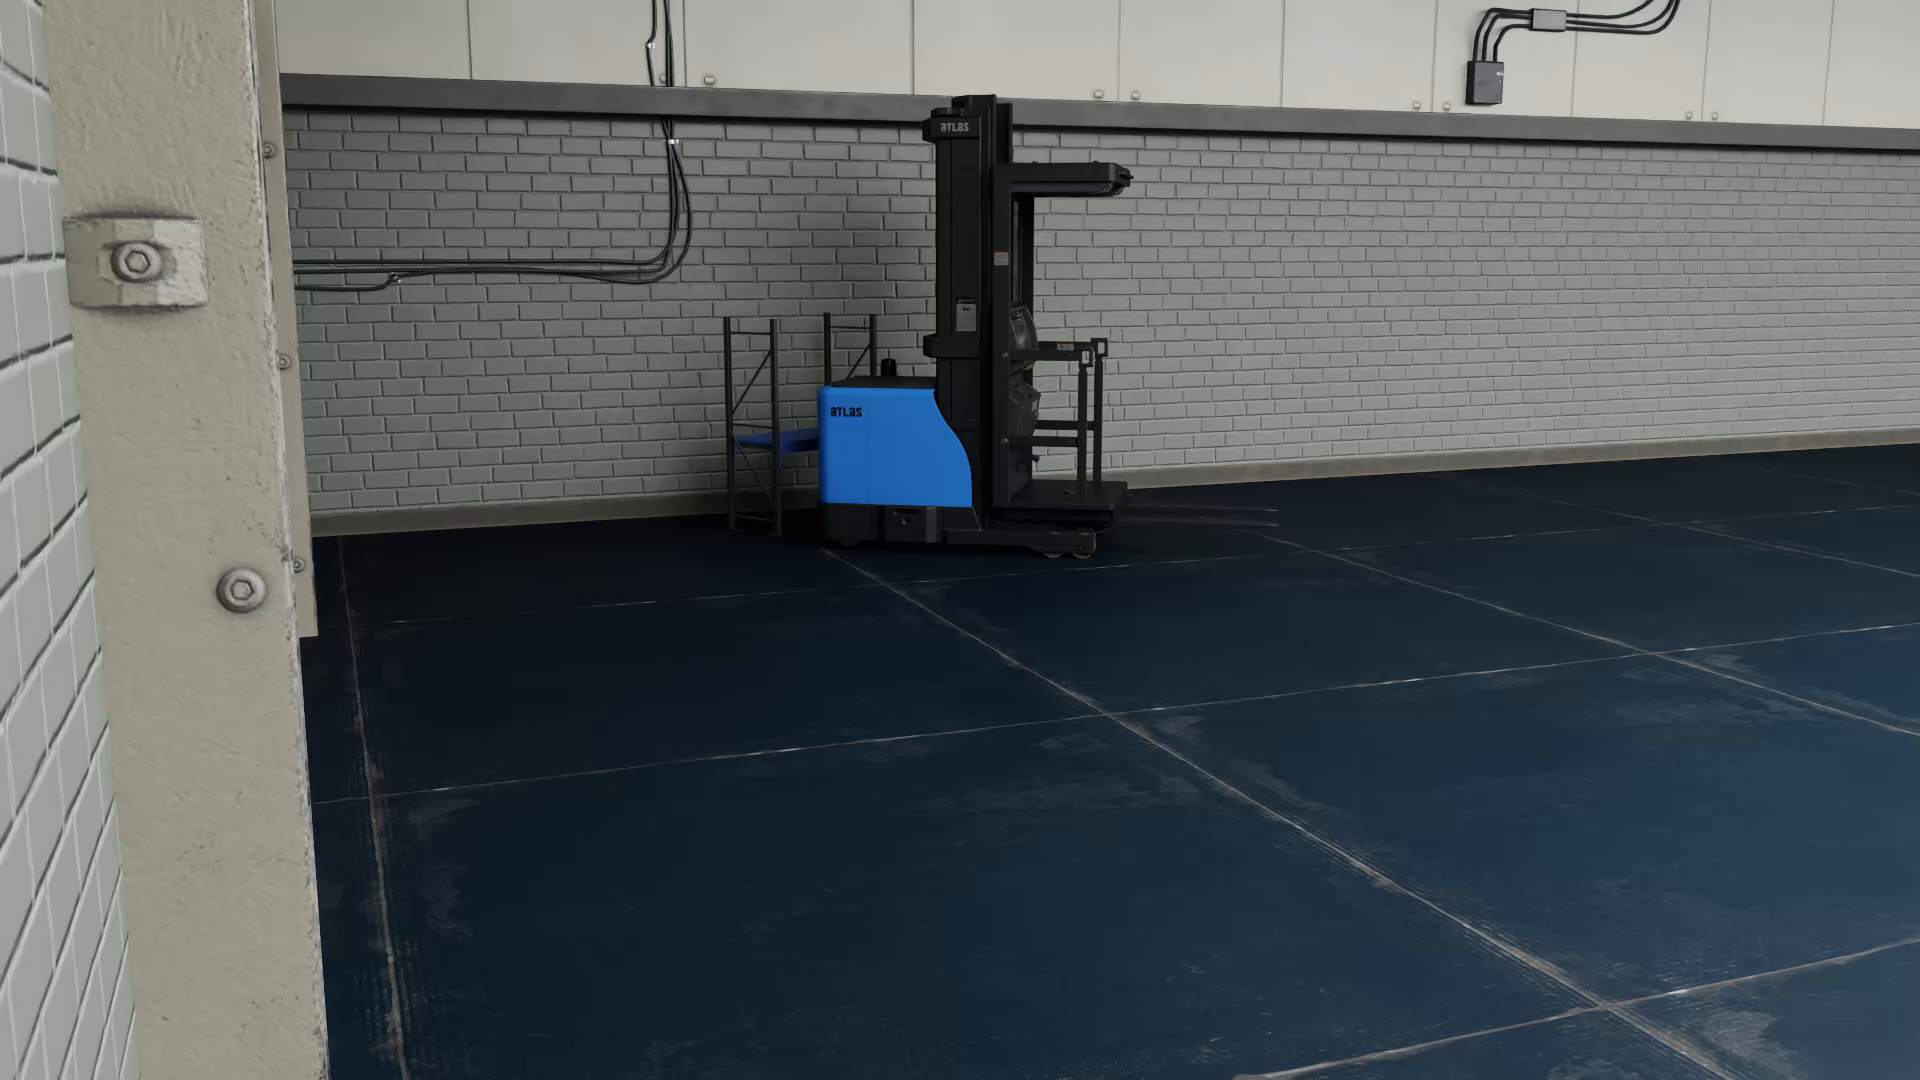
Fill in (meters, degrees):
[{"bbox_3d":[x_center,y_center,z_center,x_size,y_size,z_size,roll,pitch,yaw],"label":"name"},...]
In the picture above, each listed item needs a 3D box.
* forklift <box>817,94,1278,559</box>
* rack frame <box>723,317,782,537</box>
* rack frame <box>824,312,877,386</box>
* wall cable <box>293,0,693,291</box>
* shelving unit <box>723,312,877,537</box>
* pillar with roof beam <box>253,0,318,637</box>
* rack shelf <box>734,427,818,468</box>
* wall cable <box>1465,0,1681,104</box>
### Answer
[{"bbox_3d":[0.612,-1.423,11.051,3.031,2.935,1.130,2,10,10],"label":"forklift"},{"bbox_3d":[-1.447,-0.790,11.580,0.500,1.500,0.032,8,13,38],"label":"rack frame"},{"bbox_3d":[-0.812,-0.929,12.362,0.500,1.500,0.032,8,13,38],"label":"rack frame"},{"bbox_3d":[-3.380,-2.992,11.410,3.097,2.526,0.112,-4,11,-21],"label":"wall cable"},{"bbox_3d":[-1.129,-0.860,11.971,0.538,1.500,1.048,8,13,38],"label":"shelving unit"},{"bbox_3d":[0.467,-4.229,9.499,9.100,9.000,0.400,-4,11,-21],"label":"pillar with roof beam"},{"bbox_3d":[-1.129,-0.683,12.003,0.538,0.185,1.000,8,13,38],"label":"rack shelf"},{"bbox_3d":[5.474,-6.795,14.213,2.305,6.003,0.169,-4,11,-21],"label":"wall cable"}]
